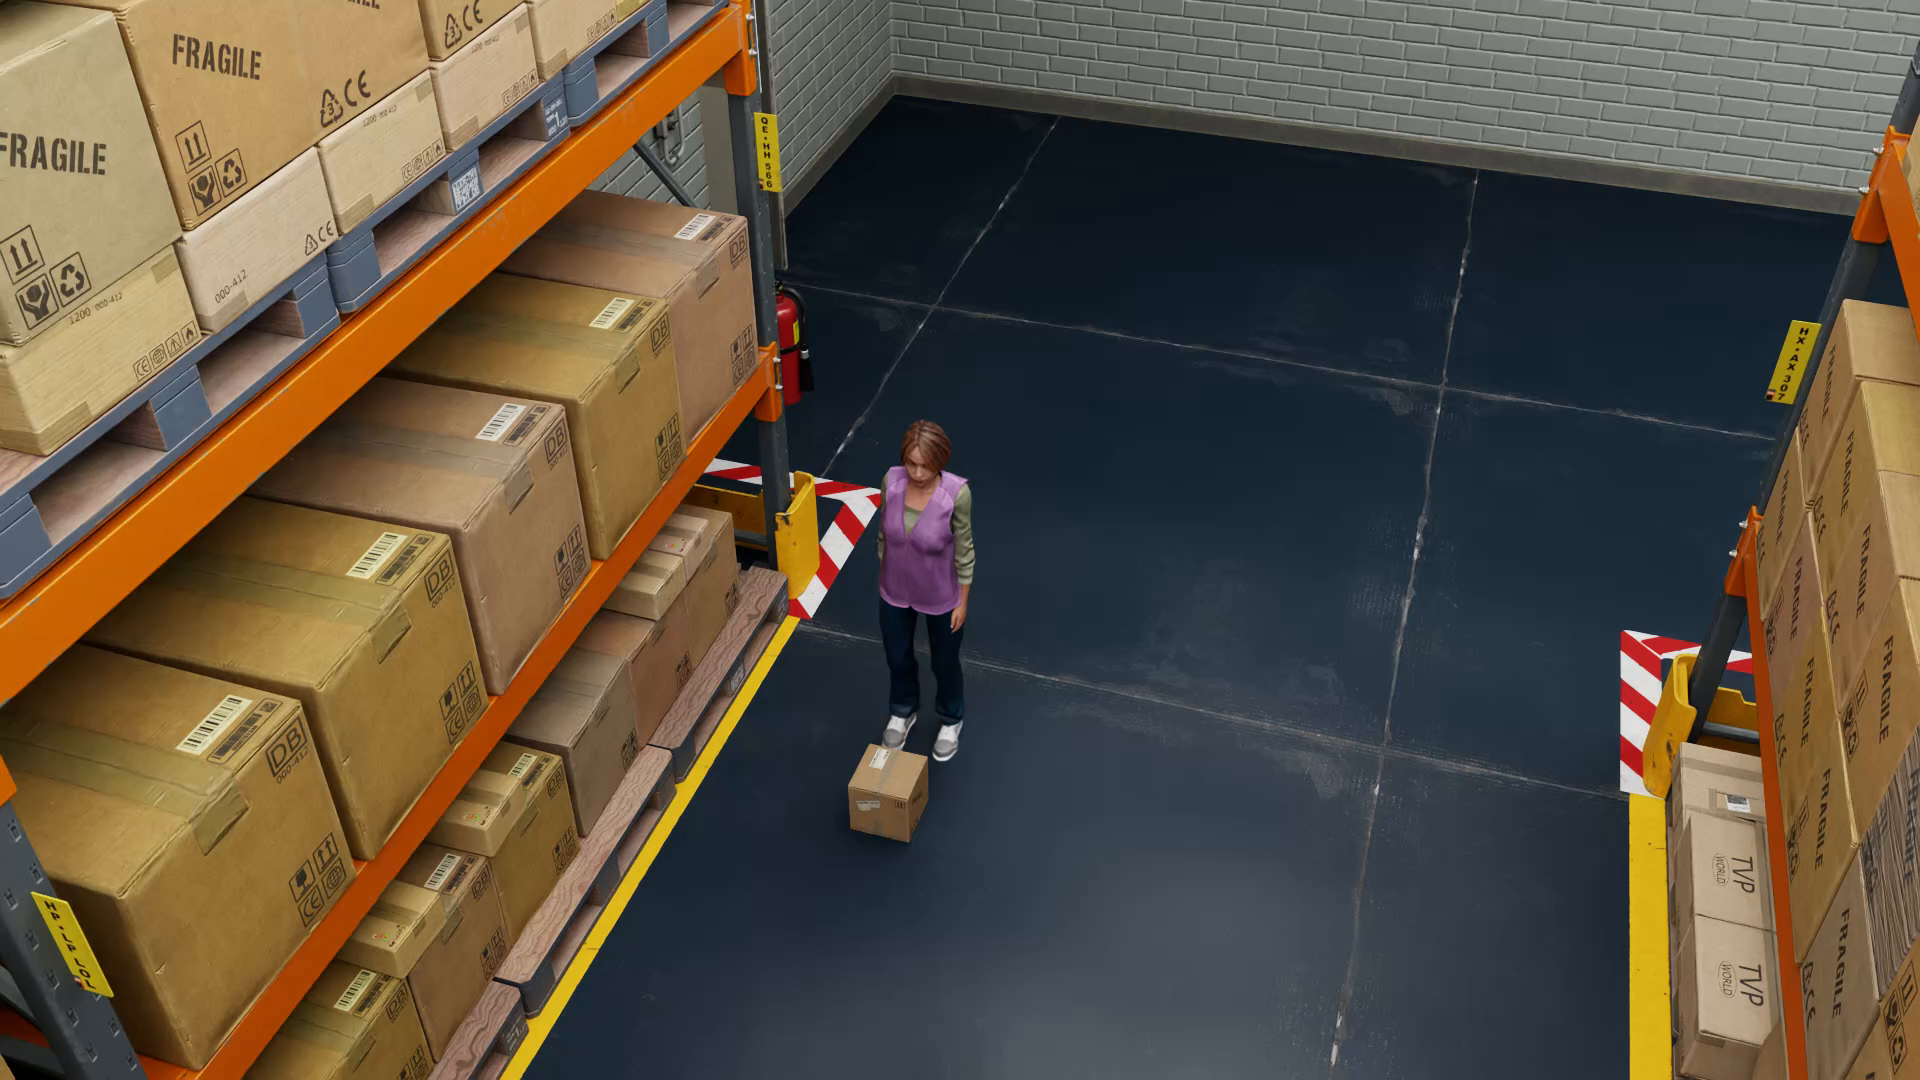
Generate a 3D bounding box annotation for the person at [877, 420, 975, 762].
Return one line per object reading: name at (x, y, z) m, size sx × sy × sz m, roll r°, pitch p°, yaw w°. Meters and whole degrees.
person at (-0.137, 0.225, 6.623) m, size 0.405 × 1.588 × 0.300 m, roll 12°, pitch 39°, yaw 15°
